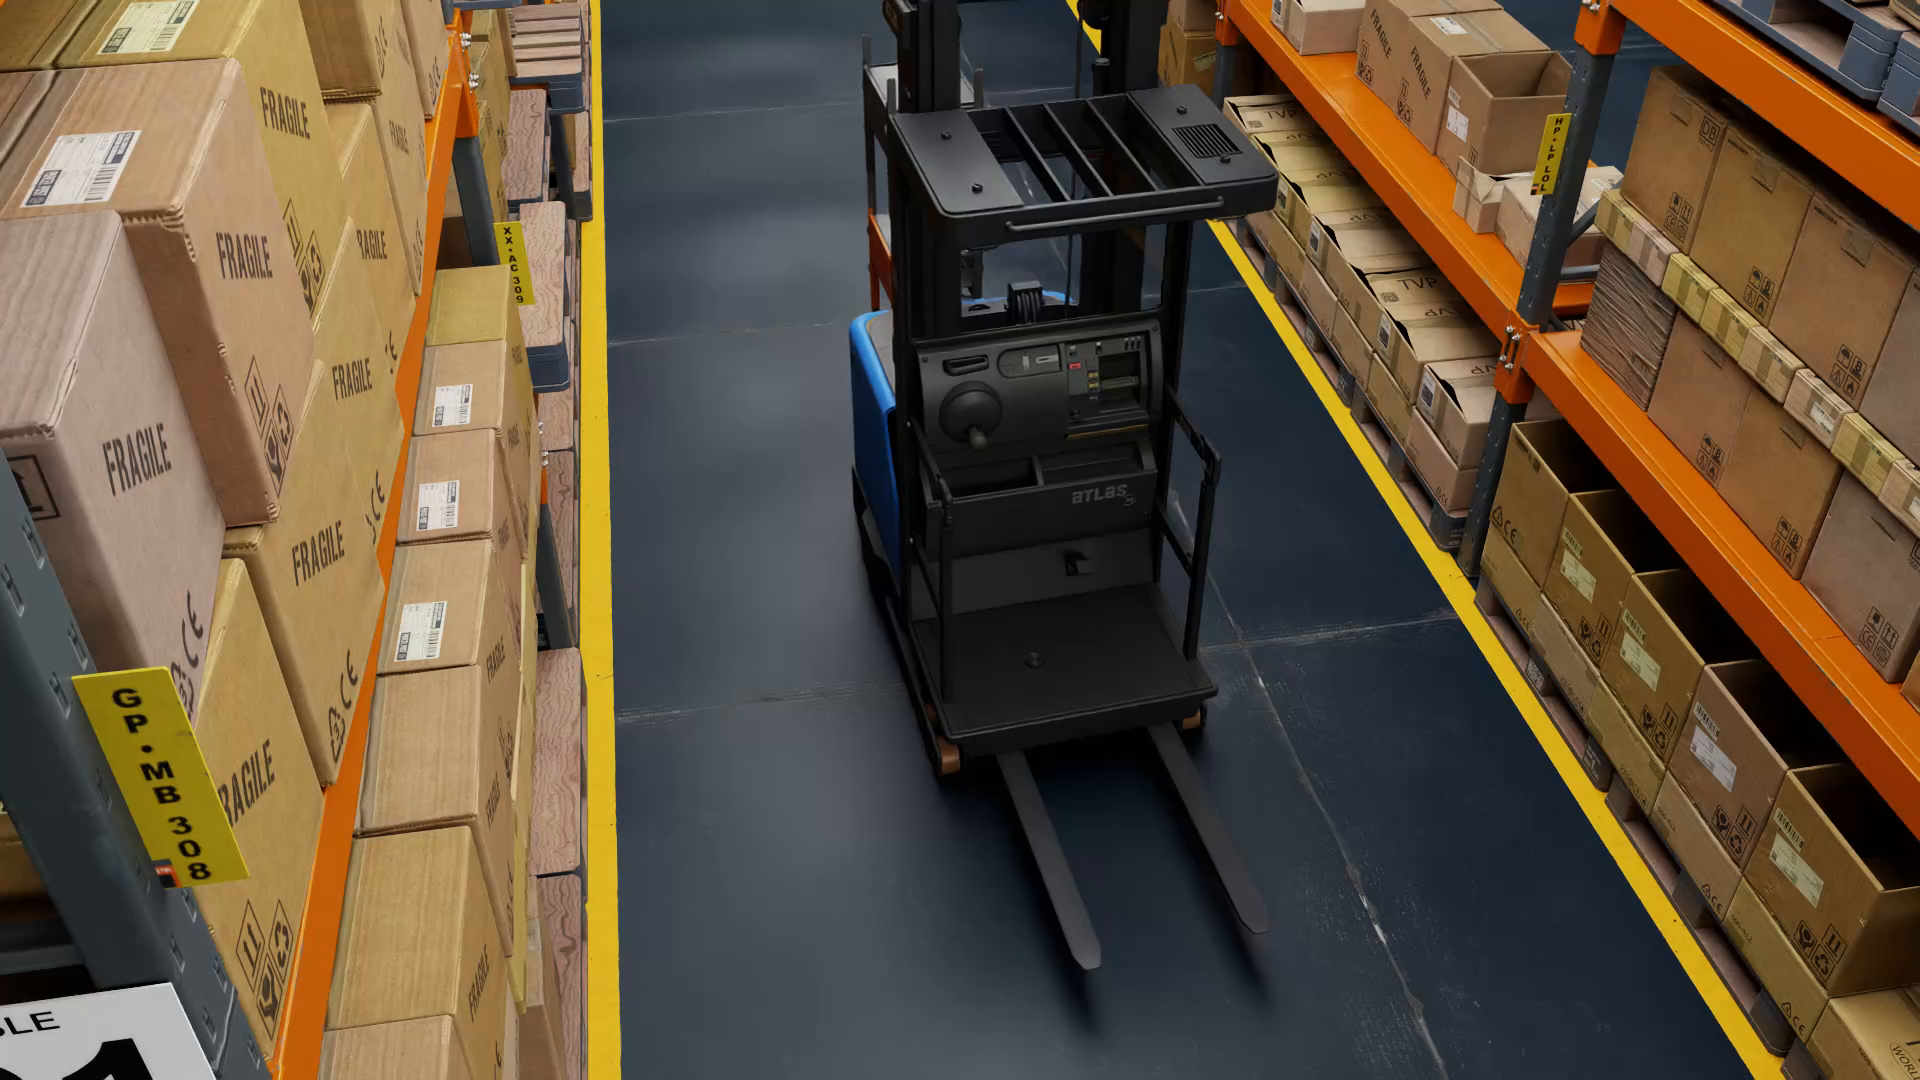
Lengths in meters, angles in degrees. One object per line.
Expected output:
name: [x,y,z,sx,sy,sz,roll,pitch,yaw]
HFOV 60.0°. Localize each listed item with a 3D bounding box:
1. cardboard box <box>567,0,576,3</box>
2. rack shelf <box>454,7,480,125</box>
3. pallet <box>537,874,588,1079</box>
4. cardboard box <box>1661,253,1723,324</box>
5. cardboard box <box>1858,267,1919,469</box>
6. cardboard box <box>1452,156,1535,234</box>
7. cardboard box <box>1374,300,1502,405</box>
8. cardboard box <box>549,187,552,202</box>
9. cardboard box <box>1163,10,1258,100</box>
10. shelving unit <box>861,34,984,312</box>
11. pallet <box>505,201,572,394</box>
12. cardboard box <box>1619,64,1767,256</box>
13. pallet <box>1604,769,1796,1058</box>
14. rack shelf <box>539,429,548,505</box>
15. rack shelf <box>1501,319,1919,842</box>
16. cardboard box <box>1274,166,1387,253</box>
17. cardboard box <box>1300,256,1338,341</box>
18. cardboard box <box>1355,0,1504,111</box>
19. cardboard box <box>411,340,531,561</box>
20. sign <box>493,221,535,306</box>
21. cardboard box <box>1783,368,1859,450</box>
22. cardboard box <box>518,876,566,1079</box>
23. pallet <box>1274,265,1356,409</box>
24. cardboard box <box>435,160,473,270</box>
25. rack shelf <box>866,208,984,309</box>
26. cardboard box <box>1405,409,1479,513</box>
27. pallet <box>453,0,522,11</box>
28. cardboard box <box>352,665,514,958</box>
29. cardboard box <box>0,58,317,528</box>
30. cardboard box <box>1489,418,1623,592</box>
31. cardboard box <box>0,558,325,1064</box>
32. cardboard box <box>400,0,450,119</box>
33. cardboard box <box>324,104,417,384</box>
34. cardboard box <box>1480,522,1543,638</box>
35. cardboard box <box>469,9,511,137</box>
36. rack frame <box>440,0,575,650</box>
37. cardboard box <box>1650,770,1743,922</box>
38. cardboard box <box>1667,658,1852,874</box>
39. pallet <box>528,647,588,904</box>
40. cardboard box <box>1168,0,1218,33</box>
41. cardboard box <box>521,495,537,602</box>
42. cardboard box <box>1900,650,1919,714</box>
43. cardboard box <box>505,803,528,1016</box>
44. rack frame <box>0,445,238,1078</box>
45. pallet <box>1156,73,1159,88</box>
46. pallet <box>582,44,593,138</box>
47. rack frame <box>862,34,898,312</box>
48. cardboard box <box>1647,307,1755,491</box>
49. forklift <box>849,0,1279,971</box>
cardboard box: [-3.104,-3.797,11.602,0.750,0.750,0.750,-5,38,-7]
rack shelf: [-2.453,-2.672,6.885,1.077,0.370,4.000,-6,38,-8]
pallet: [-1.732,1.678,5.418,1.003,0.211,1.213,-6,38,-8]
cardboard box: [2.722,-0.903,5.857,0.380,0.149,0.250,-7,38,-9]
cardboard box: [3.122,-0.473,4.775,0.700,0.500,0.500,-6,38,-8]
cardboard box: [2.439,-1.556,7.418,0.396,0.266,0.258,-7,38,-9]
cardboard box: [2.324,-0.927,7.940,0.500,0.311,0.500,-5,38,-7]
cardboard box: [-2.626,-1.736,9.219,0.700,0.500,0.500,-6,38,-7]
cardboard box: [1.678,-3.240,11.155,0.500,0.500,0.500,-5,38,-6]
shelving unit: [-0.163,-1.211,7.597,0.431,2.100,0.503,-9,39,-11]
pallet: [-2.093,-0.965,6.703,1.003,0.211,1.213,-6,38,-8]
cardboard box: [2.858,-1.383,5.946,0.700,0.500,0.500,-6,38,-8]
pallet: [3.090,1.226,5.999,1.003,0.211,1.213,-6,38,-8]
rack shelf: [-1.751,0.929,4.696,1.077,0.370,4.000,-6,38,-8]
rack shelf: [3.125,0.394,5.384,1.077,0.370,4.000,-6,38,-8]
cardboard box: [2.063,-1.843,9.119,0.500,0.311,0.500,-7,38,-9]
cardboard box: [2.151,-1.320,8.902,0.500,0.250,0.500,-5,38,-7]
cardboard box: [2.383,-2.542,8.495,0.500,0.500,0.500,-8,39,-10]
cardboard box: [-1.622,-0.255,5.128,0.500,0.500,0.500,-6,38,-8]
sign: [-1.569,-0.968,5.845,0.100,0.325,0.005,-6,38,-8]
cardboard box: [2.861,-0.433,5.252,0.380,0.149,0.250,-7,38,-9]
cardboard box: [-1.613,1.446,5.123,0.700,0.500,0.500,-9,39,-11]
pallet: [2.389,-1.176,9.092,1.003,0.211,1.213,-6,38,-8]
cardboard box: [-2.158,-1.087,6.265,0.700,0.500,0.500,-6,38,-8]
rack shelf: [-0.163,-1.200,7.605,0.431,0.518,0.480,-9,39,-11]
cardboard box: [2.416,-0.397,7.715,0.500,0.250,0.500,-7,38,-8]
pallet: [-2.105,-2.058,5.662,1.213,0.211,1.003,-6,38,-8]
cardboard box: [-1.350,0.675,3.931,0.500,0.500,0.500,-7,38,-9]
cardboard box: [-1.267,-0.341,2.386,0.500,0.500,0.500,-7,38,-8]
cardboard box: [2.547,-0.160,6.799,0.500,0.500,0.500,-6,38,-8]
cardboard box: [-1.213,0.392,2.257,0.500,0.500,0.500,-5,38,-7]
cardboard box: [-1.770,-1.515,4.712,0.500,0.500,0.500,-5,38,-7]
cardboard box: [-1.482,-0.571,3.497,0.500,0.500,0.500,-4,38,-5]
cardboard box: [2.557,0.135,7.031,0.500,0.250,0.500,-6,38,-8]
cardboard box: [-2.471,-2.159,7.644,0.700,0.500,0.500,-6,38,-8]
rack frame: [-2.102,-0.563,6.030,1.000,3.000,0.127,-6,38,-8]
cardboard box: [2.816,1.041,5.864,0.500,0.250,0.500,-6,38,-8]
cardboard box: [2.812,0.745,5.633,0.500,0.500,0.500,-6,38,-8]
pallet: [-1.949,0.940,6.368,1.003,0.211,1.213,-6,38,-8]
cardboard box: [1.664,-3.570,10.968,0.500,0.250,0.500,-5,38,-6]
cardboard box: [-1.641,0.044,5.355,0.500,0.250,0.500,-6,38,-8]
cardboard box: [3.228,0.378,4.737,0.700,0.500,0.500,-6,38,-8]
cardboard box: [-1.362,0.955,4.182,0.500,0.250,0.500,-7,38,-9]
rack frame: [-1.401,-0.516,1.079,1.000,3.000,0.127,-6,38,-8]
pallet: [1.769,-3.603,12.216,1.003,0.211,1.213,-6,38,-8]
pallet: [-3.078,-3.098,11.565,1.003,0.211,1.213,-6,38,-8]
rack frame: [-0.223,-1.356,7.783,0.400,2.100,0.015,-9,39,-11]
cardboard box: [2.957,-0.552,5.935,0.700,0.500,0.500,-7,38,-8]
forklift: [0.361,-0.498,6.002,1.130,2.935,3.031,-9,39,-11]
